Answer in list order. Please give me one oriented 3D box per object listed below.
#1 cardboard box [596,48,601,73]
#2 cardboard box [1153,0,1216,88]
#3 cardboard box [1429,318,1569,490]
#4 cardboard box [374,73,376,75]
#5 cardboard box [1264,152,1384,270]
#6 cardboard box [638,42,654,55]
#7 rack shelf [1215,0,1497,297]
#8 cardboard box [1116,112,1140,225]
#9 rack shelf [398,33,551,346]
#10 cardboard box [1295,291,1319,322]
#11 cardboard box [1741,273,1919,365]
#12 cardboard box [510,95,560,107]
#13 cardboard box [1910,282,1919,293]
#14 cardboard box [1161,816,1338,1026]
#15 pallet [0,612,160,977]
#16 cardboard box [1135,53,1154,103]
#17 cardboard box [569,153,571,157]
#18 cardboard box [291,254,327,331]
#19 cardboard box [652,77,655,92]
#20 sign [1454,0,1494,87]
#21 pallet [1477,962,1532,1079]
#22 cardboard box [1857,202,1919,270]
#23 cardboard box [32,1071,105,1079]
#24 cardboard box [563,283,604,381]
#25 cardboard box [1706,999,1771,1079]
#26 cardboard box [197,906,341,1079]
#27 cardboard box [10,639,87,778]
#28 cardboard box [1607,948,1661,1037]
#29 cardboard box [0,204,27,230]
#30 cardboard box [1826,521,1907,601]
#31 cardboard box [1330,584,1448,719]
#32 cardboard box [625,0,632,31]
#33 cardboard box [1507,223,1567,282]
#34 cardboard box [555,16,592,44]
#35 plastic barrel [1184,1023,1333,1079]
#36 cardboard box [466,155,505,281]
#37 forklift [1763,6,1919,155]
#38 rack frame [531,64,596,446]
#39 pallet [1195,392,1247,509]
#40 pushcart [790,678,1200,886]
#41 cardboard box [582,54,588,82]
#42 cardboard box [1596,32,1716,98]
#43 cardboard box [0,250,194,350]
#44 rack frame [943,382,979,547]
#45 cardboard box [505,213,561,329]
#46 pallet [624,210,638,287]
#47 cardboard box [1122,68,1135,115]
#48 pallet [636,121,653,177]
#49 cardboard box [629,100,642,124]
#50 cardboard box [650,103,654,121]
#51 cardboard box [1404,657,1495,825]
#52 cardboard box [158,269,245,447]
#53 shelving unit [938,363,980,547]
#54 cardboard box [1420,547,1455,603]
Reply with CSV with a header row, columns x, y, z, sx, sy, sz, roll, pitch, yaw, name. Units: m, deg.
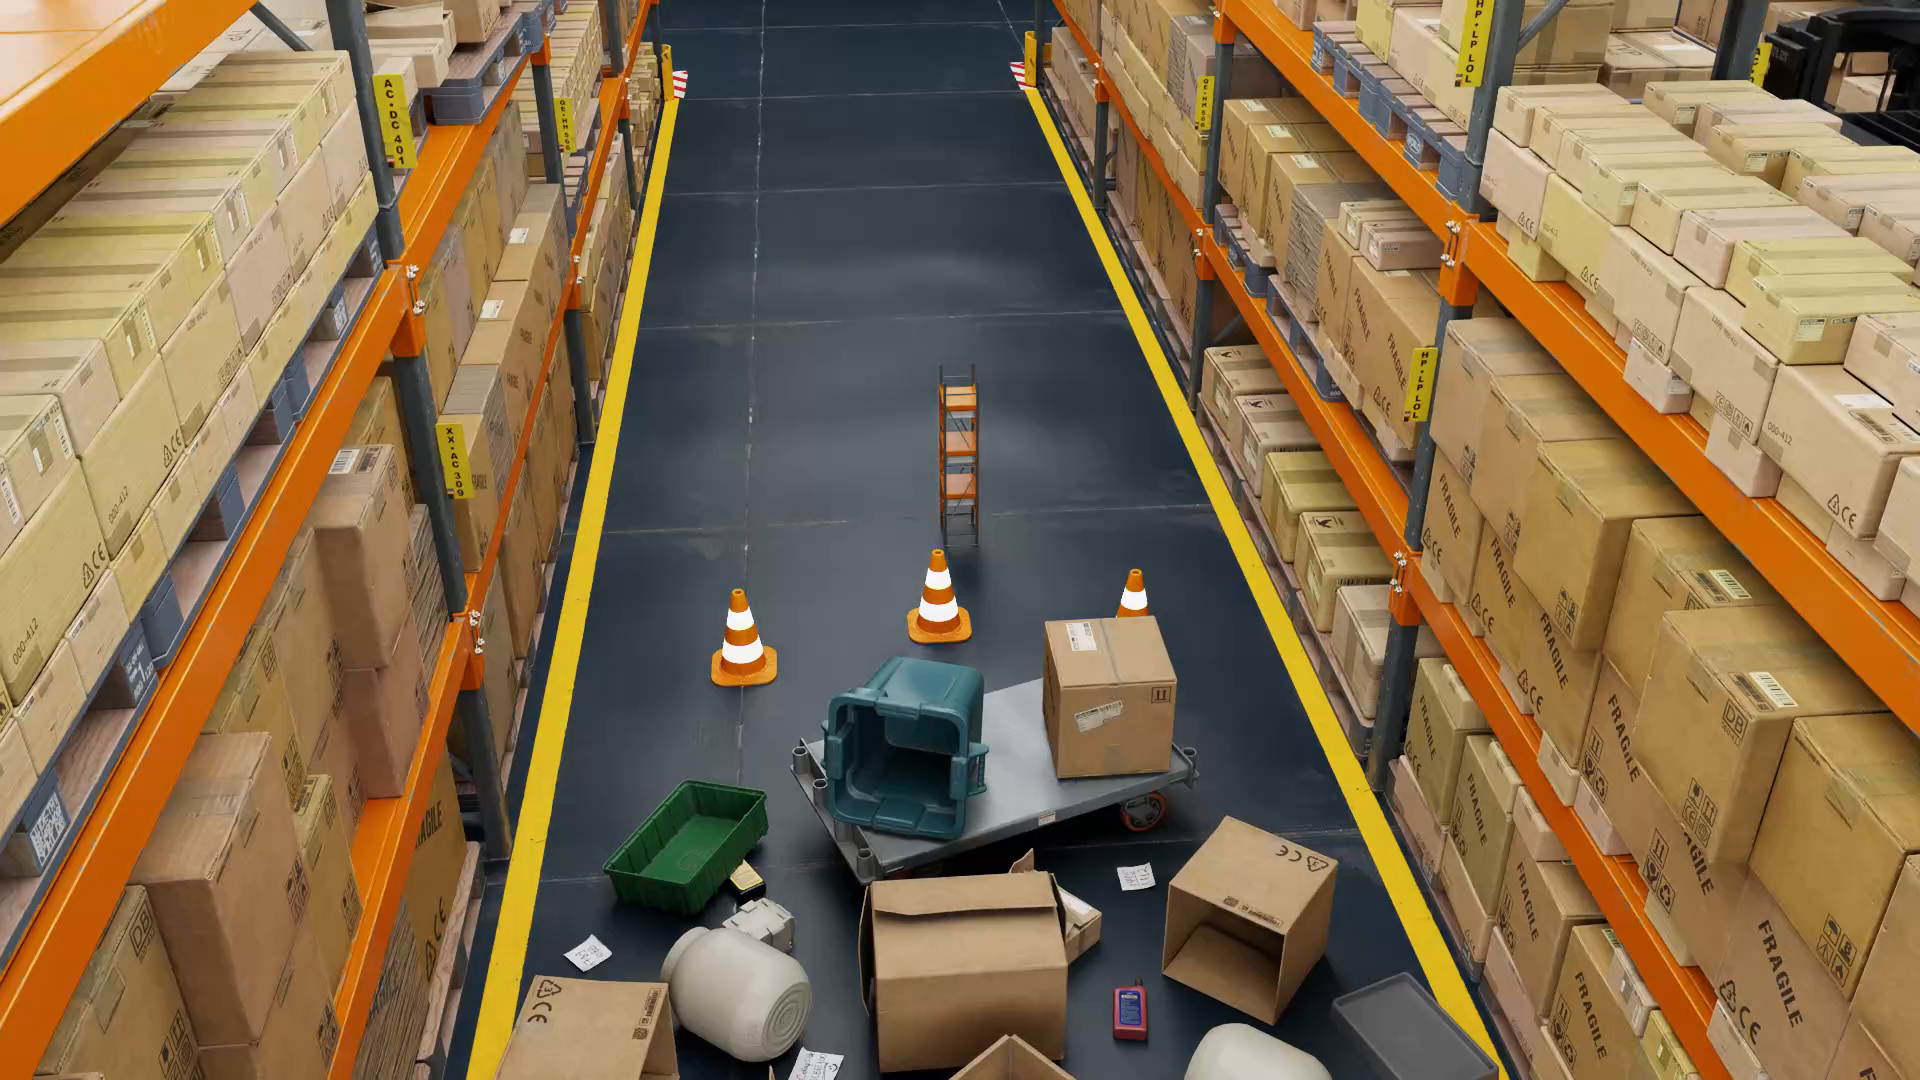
x,y,z,sx,sy,sz,roll,pitch,yaw,name
-2.987,-3.701,12.856,0.380,0.149,0.250,-3,31,-4,cardboard box
1.642,-3.440,11.511,0.500,0.500,0.500,-3,31,-5,cardboard box
2.245,-0.523,6.338,0.700,0.500,0.500,-3,31,-5,cardboard box
-2.307,-1.643,6.275,0.258,0.266,0.396,-3,31,-5,cardboard box
1.970,-1.774,8.998,0.500,0.500,0.500,-2,31,-4,cardboard box
-3.318,-4.950,16.903,0.380,0.149,0.250,-2,31,-4,cardboard box
2.233,-2.159,8.215,1.077,0.370,4.000,-3,31,-5,rack shelf
1.810,-3.198,13.842,0.875,0.875,0.875,-2,31,-3,cardboard box
-2.686,-1.870,7.732,1.077,0.370,4.000,-3,31,-5,rack shelf
1.994,-1.271,8.788,0.380,0.149,0.250,-2,31,-3,cardboard box
2.292,-0.578,4.335,0.380,0.149,0.250,-2,31,-3,cardboard box
-2.769,-2.748,10.680,0.380,0.149,0.250,-3,31,-5,cardboard box
2.873,-0.520,4.626,0.500,0.250,0.500,-2,31,-4,cardboard box
1.165,1.526,6.706,0.500,0.500,0.500,20,36,29,cardboard box
-2.205,0.544,3.075,1.003,0.211,1.213,-3,31,-5,pallet
1.580,-3.373,12.131,0.500,0.250,0.500,-4,31,-6,cardboard box
-2.791,-2.635,11.072,0.380,0.149,0.250,-1,31,-2,cardboard box
-2.073,-0.711,4.828,0.380,0.149,0.250,-3,31,-4,cardboard box
-3.236,-4.559,16.539,0.380,0.149,0.250,-4,31,-7,cardboard box
1.868,-1.809,6.040,0.100,0.325,0.005,-3,31,-5,sign
2.635,2.004,6.189,1.003,0.211,1.213,-3,31,-5,pallet
2.855,-0.870,4.824,0.380,0.149,0.250,-2,31,-4,cardboard box
-2.121,1.453,3.193,0.875,0.550,0.550,-3,31,-5,cardboard box
-2.685,-1.392,11.184,0.500,0.500,0.500,-4,31,-7,cardboard box
2.355,1.425,4.684,0.380,0.149,0.250,-2,31,-4,cardboard box
-2.205,1.349,4.420,0.875,0.550,0.550,-3,31,-5,cardboard box
-1.885,0.321,3.100,0.380,0.149,0.250,-3,31,-4,cardboard box
2.315,1.440,5.323,0.380,0.149,0.250,-1,31,-2,cardboard box
-2.706,-0.893,4.355,0.380,0.149,0.250,-2,31,-4,cardboard box
2.407,0.015,4.120,0.380,0.149,0.250,-3,31,-5,cardboard box
2.369,0.522,8.105,0.950,0.372,0.625,-2,31,-4,cardboard box
-3.095,-4.642,14.209,0.500,0.500,0.500,-3,31,-5,cardboard box
2.171,-1.031,5.871,0.380,0.149,0.250,-3,31,-5,cardboard box
-2.966,-3.817,12.471,0.380,0.149,0.250,-4,31,-6,cardboard box
1.093,2.008,5.976,0.512,0.421,0.421,20,36,29,plastic barrel
-2.742,-1.635,8.489,0.700,0.500,0.500,-3,31,-5,cardboard box
4.797,-1.197,8.895,1.130,2.935,3.031,-3,31,-5,forklift
-2.873,-1.912,10.026,1.000,3.000,0.127,-3,31,-5,rack frame
2.118,-0.605,10.556,1.003,0.211,1.213,-3,31,-5,pallet
0.155,1.102,7.537,1.648,0.377,0.936,-14,33,-22,pushcart
-2.913,-3.427,12.108,0.380,0.149,0.250,-4,31,-7,cardboard box
2.765,-1.880,6.783,0.500,0.250,0.500,-4,31,-6,cardboard box
-1.981,-0.538,3.761,0.380,0.149,0.250,-2,31,-4,cardboard box
0.006,-0.416,9.422,0.200,1.050,0.008,-3,31,-5,rack frame
-2.518,-1.483,9.210,0.500,0.500,0.500,-3,31,-5,cardboard box
-3.172,-2.360,13.495,1.003,0.211,1.213,-3,31,-5,pallet
1.533,-3.415,12.688,0.500,0.250,0.500,-3,31,-5,cardboard box
-3.461,-3.723,15.776,1.003,0.211,1.213,-3,31,-5,pallet
-3.101,-3.888,15.124,0.380,0.149,0.250,-2,31,-4,cardboard box
-3.177,-4.176,16.187,0.380,0.149,0.250,-4,31,-7,cardboard box
2.206,0.834,6.969,0.500,0.500,0.500,-1,31,-2,cardboard box
-2.057,-0.433,3.975,0.500,0.250,0.500,-3,31,-5,cardboard box
-0.005,-0.478,9.527,0.215,1.050,0.252,-3,31,-5,shelving unit
2.130,0.126,6.860,0.380,0.149,0.250,-3,31,-5,cardboard box
